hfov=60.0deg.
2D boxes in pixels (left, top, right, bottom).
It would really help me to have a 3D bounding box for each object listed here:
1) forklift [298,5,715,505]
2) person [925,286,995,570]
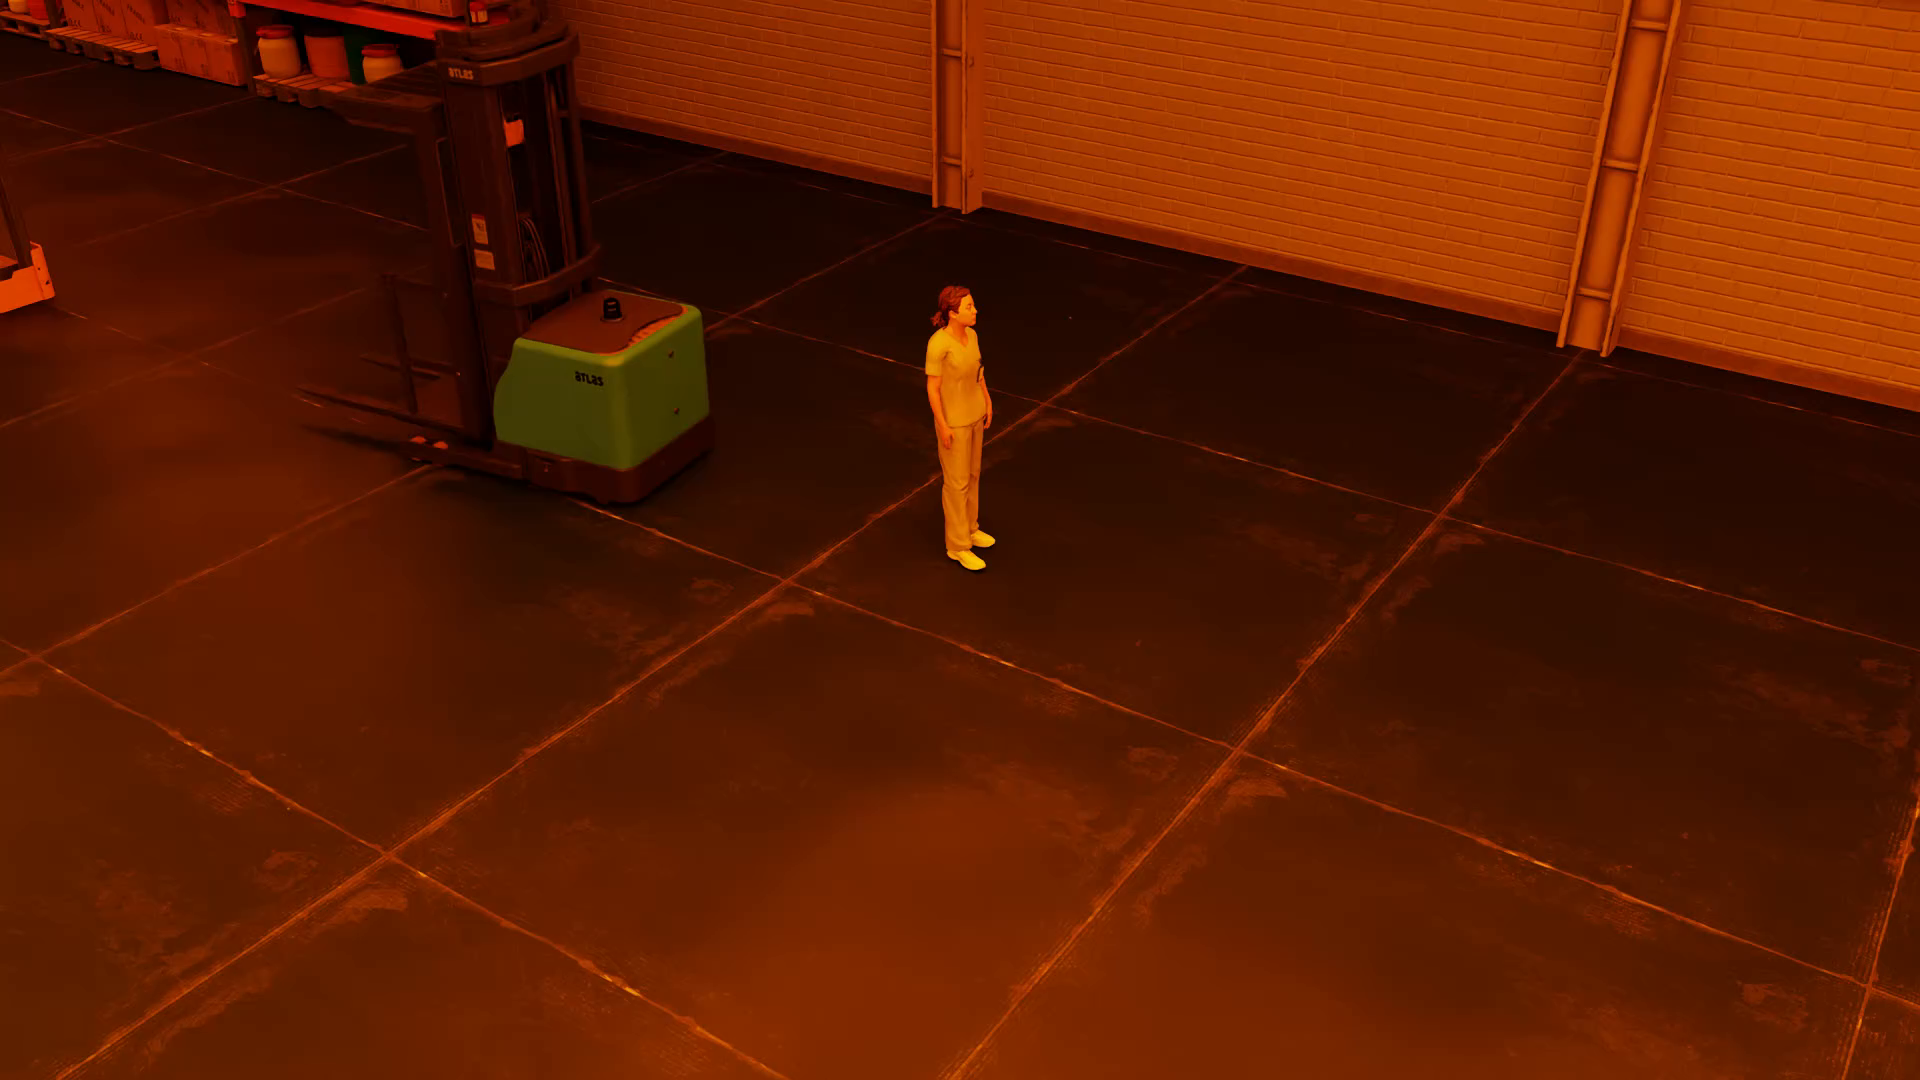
[{"bbox_3d":[-3.254,-1.993,11.013,3.031,2.935,1.130,14,33,22],"label":"forklift"},{"bbox_3d":[0.062,-0.697,10.028,0.528,1.665,0.549,19,35,29],"label":"person"}]
